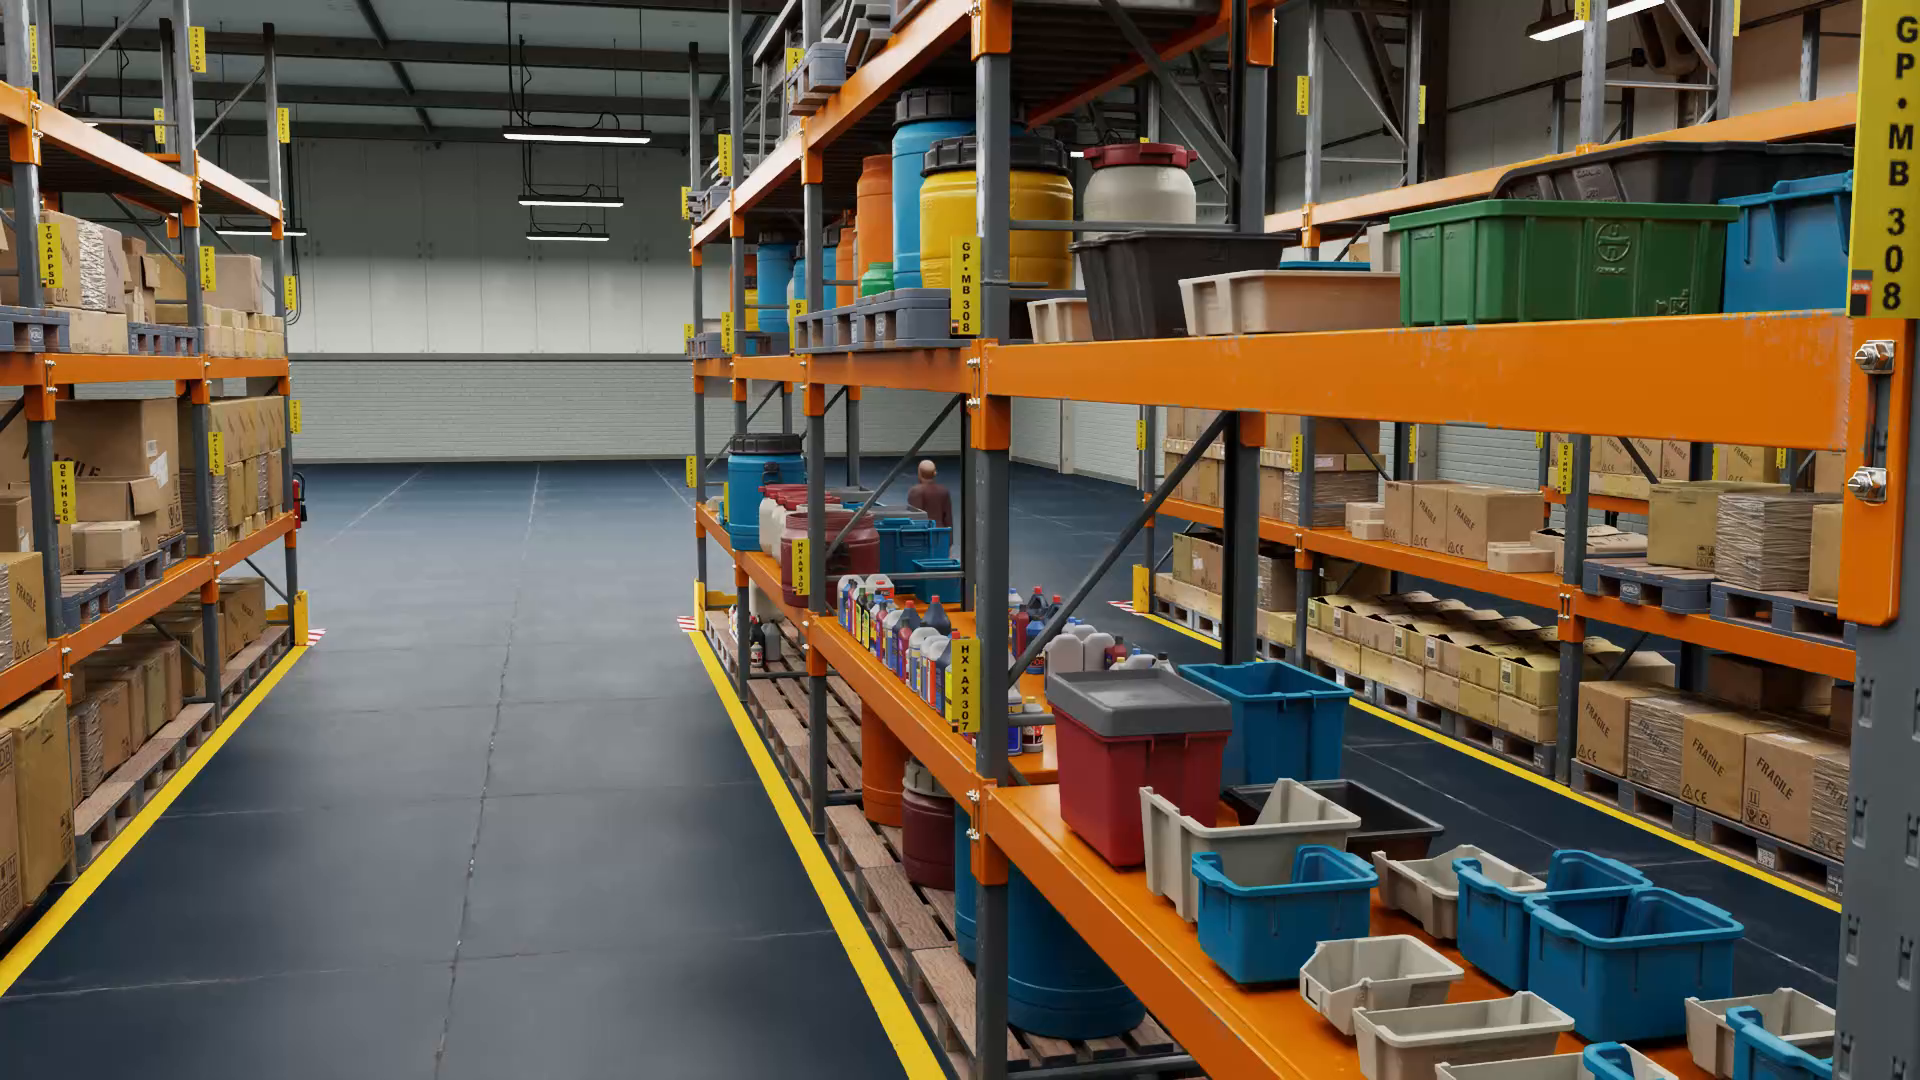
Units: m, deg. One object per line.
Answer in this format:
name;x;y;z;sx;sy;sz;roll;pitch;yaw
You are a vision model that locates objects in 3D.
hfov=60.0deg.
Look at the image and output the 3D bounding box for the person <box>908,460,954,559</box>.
person;-0.281;0.073;17.010;0.628;1.773;0.574;-6;8;-43
